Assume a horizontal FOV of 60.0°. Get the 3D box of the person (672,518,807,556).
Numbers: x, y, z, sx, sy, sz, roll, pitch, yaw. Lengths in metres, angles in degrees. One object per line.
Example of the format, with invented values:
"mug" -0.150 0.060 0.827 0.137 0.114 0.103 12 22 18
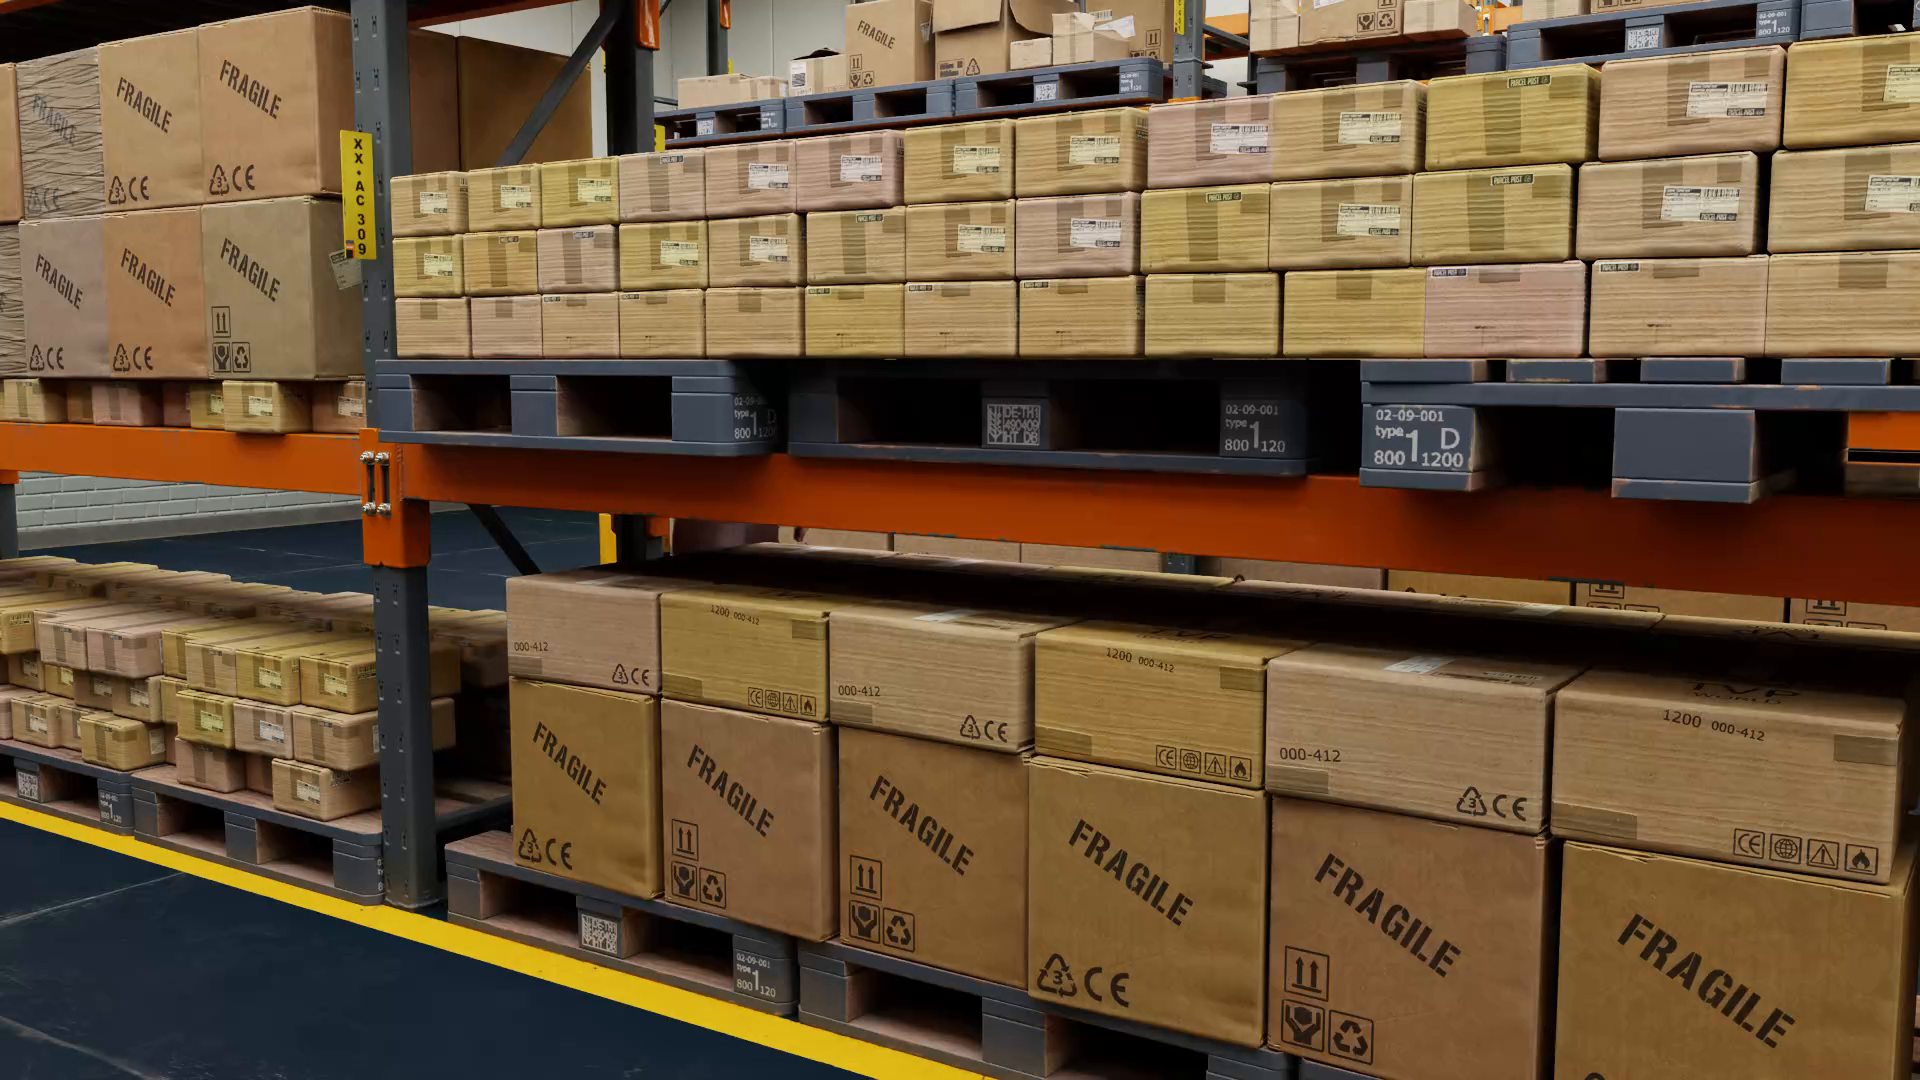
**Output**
"person" -0.881 -0.071 6.705 0.740 1.721 0.806 -4 8 -36
